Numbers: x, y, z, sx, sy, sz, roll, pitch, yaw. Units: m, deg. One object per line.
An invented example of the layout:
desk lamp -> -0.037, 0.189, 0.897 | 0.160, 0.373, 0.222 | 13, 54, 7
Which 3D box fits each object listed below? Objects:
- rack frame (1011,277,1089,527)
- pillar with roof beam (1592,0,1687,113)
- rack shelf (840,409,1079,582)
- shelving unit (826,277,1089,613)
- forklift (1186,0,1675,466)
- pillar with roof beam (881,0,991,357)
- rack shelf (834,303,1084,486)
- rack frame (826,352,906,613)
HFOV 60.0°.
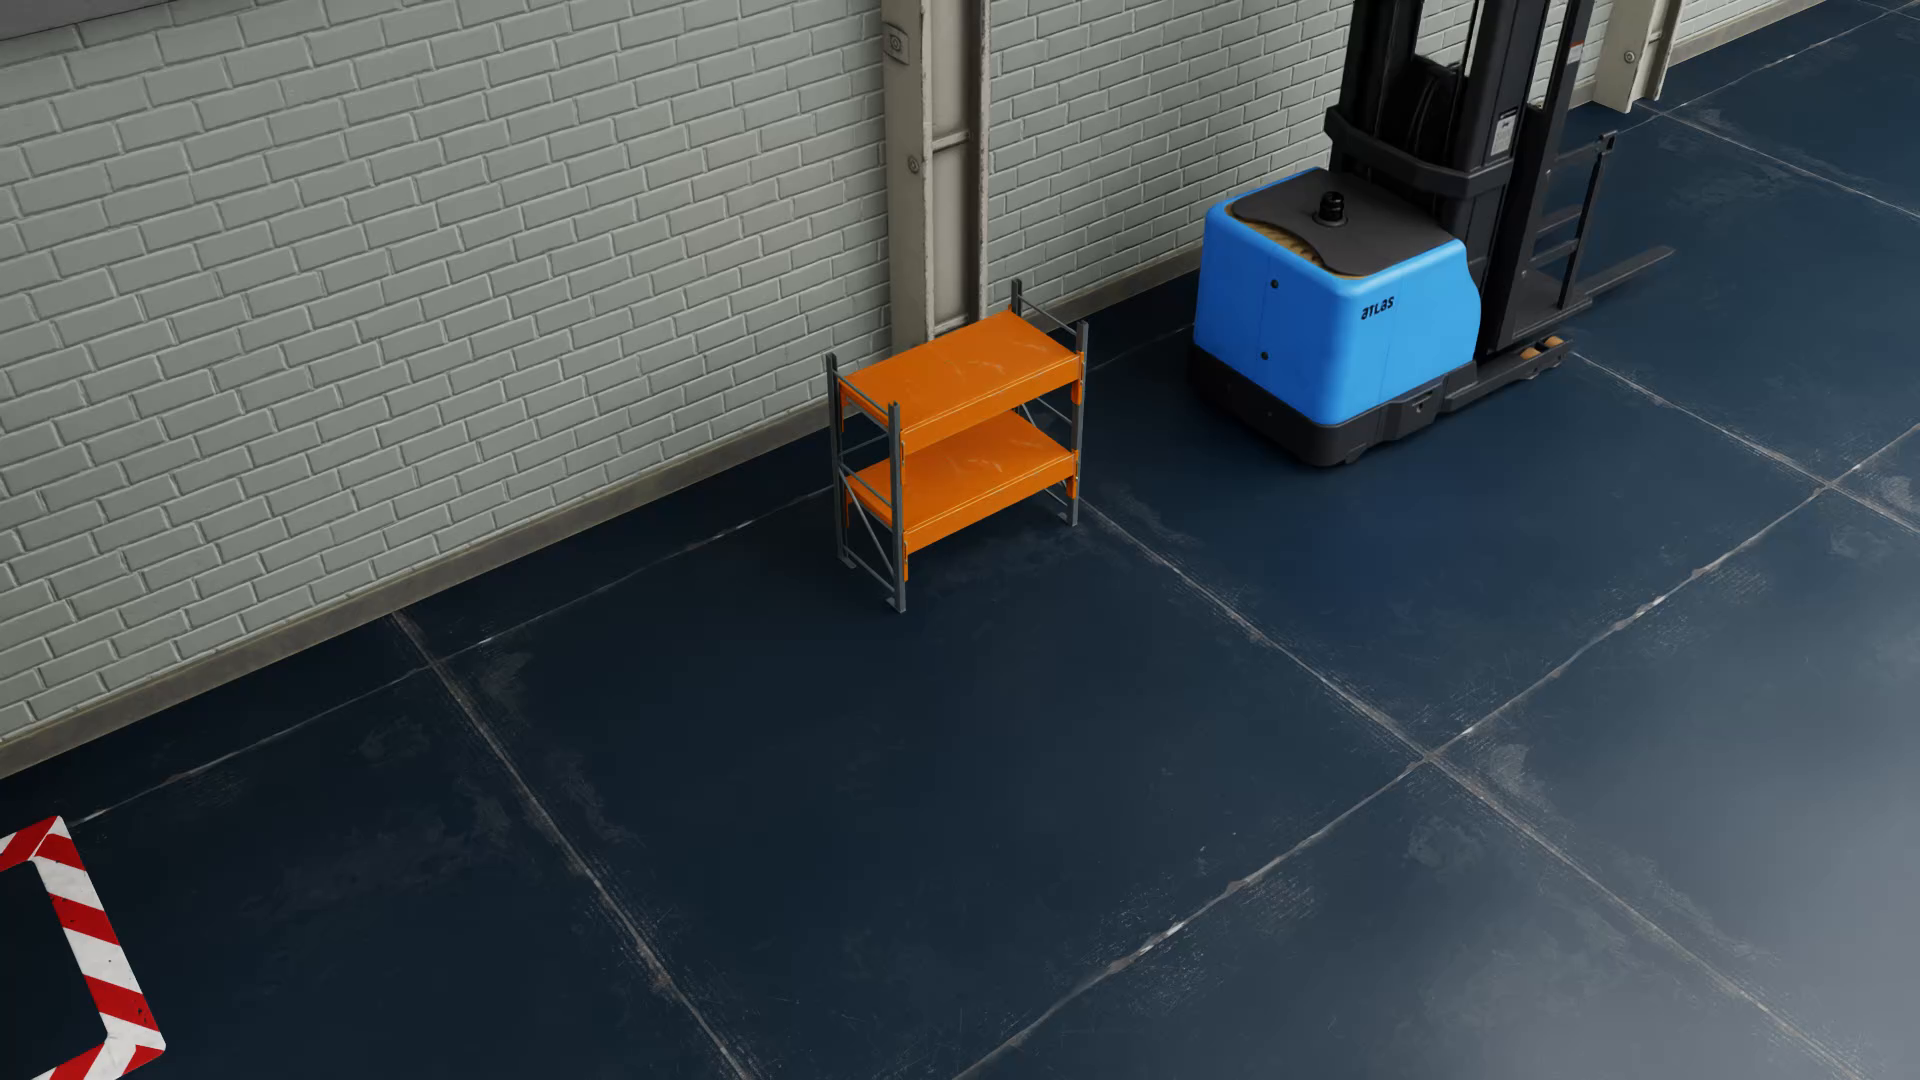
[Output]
rack frame -> 0.398, -0.629, 7.763 | 0.032, 1.125, 0.500 | -26, 46, -28
pillar with roof beam -> 7.274, -4.409, 6.163 | 0.400, 9.000, 9.100 | -26, 46, -28
rack shelf -> -0.005, -0.243, 7.679 | 1.000, 0.278, 0.538 | -26, 46, -28
shelving unit -> -0.005, -0.432, 7.524 | 1.048, 1.125, 0.538 | -26, 46, -28
forklift -> 2.692, -2.244, 8.308 | 3.031, 2.935, 1.130 | -25, 45, -27
pillar with roof beam -> 2.517, -2.090, 3.336 | 0.400, 9.000, 9.100 | -26, 46, -28
rack shelf -> -0.005, -0.659, 7.338 | 1.000, 0.278, 0.538 | -26, 46, -28
rack frame -> -0.408, -0.236, 7.284 | 0.032, 1.125, 0.500 | -26, 46, -28
